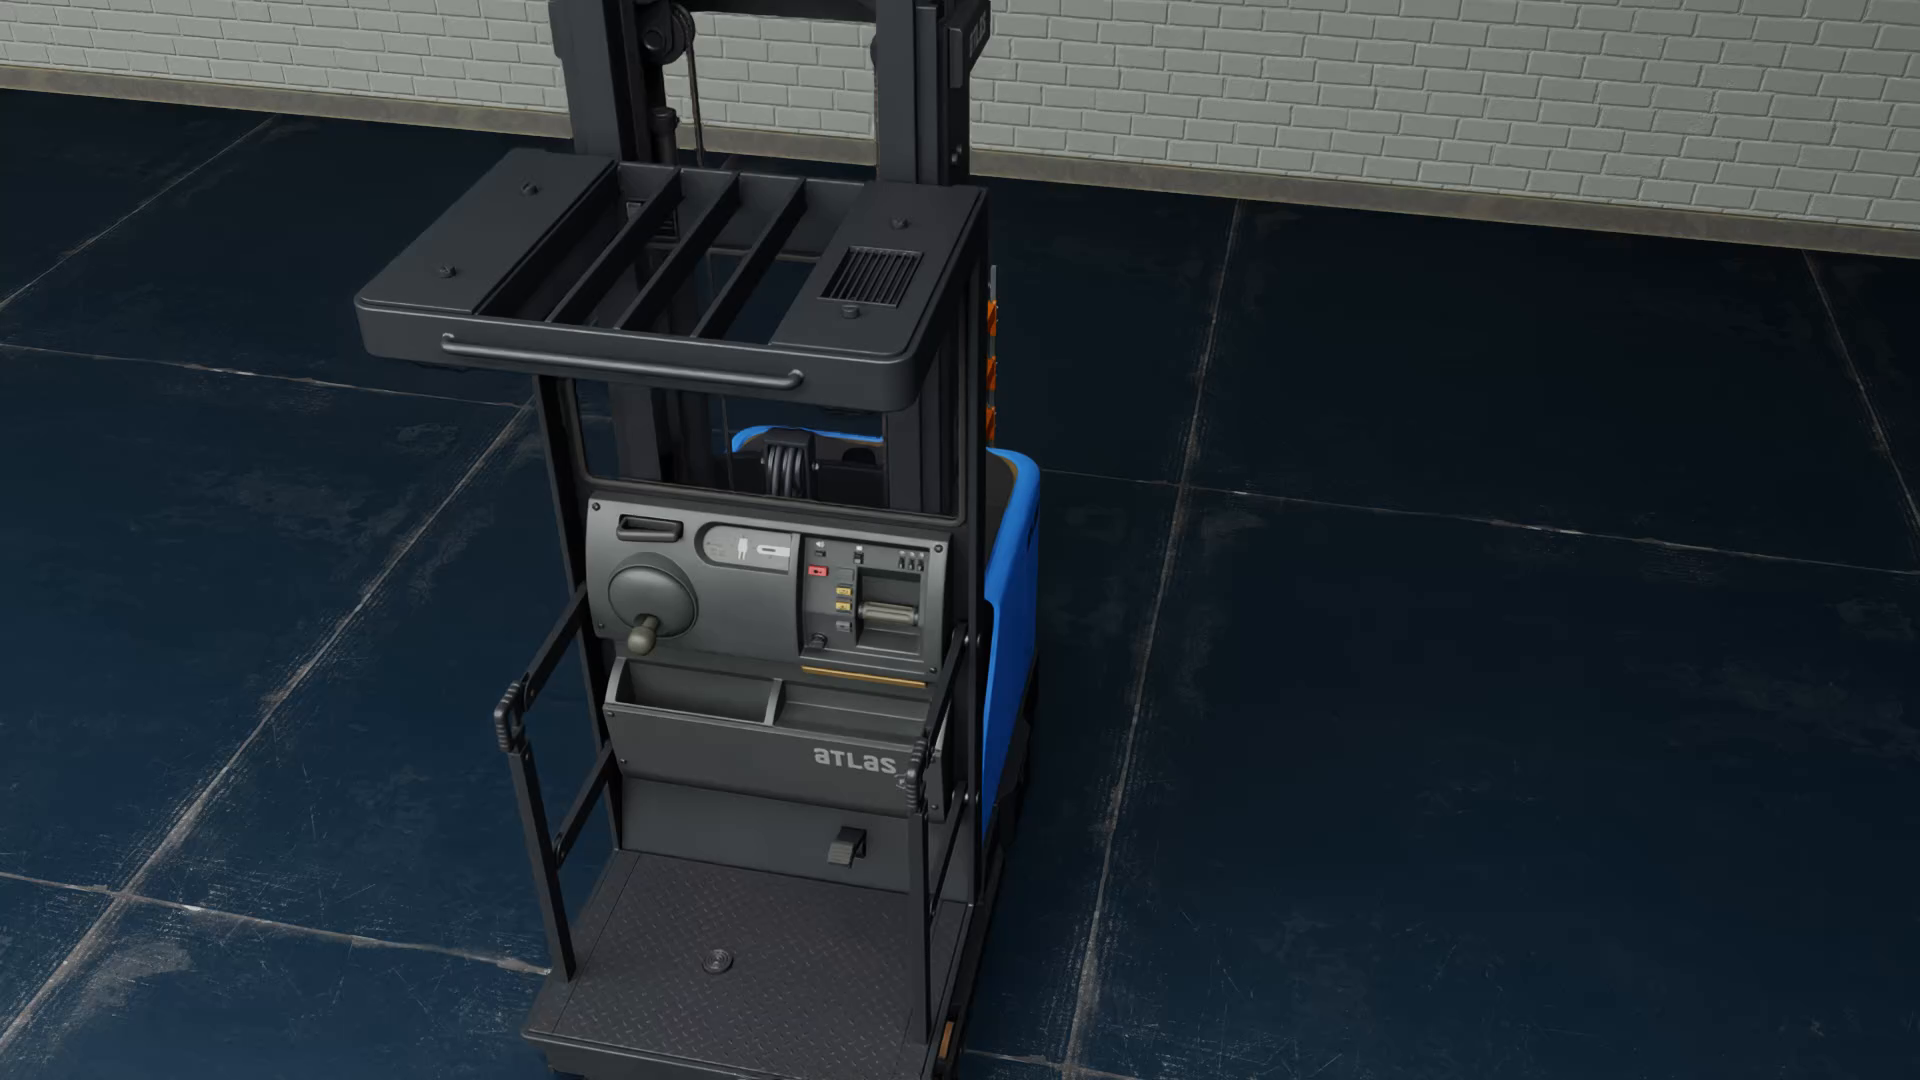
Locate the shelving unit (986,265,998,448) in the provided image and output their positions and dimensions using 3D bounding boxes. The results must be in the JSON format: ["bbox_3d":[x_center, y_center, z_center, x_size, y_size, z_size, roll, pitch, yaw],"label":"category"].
[{"bbox_3d":[-0.035,-0.391,6.267,0.258,1.200,0.503,7,37,10],"label":"shelving unit"}]

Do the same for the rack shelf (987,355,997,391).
[{"bbox_3d":[-0.035,-0.518,6.175,0.258,0.148,0.480,7,37,10],"label":"rack shelf"}]

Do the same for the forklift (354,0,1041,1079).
[{"bbox_3d":[-0.530,0.190,3.990,1.130,2.935,3.031,7,37,9],"label":"forklift"}]

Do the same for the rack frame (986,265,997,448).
[{"bbox_3d":[0.017,-0.531,6.460,0.240,1.200,0.015,7,37,10],"label":"rack frame"}]

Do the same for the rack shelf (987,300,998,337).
[{"bbox_3d":[-0.035,-0.709,6.036,0.258,0.148,0.480,7,37,10],"label":"rack shelf"}]

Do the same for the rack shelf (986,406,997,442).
[{"bbox_3d":[-0.035,-0.336,6.306,0.258,0.148,0.480,7,37,10],"label":"rack shelf"}]
